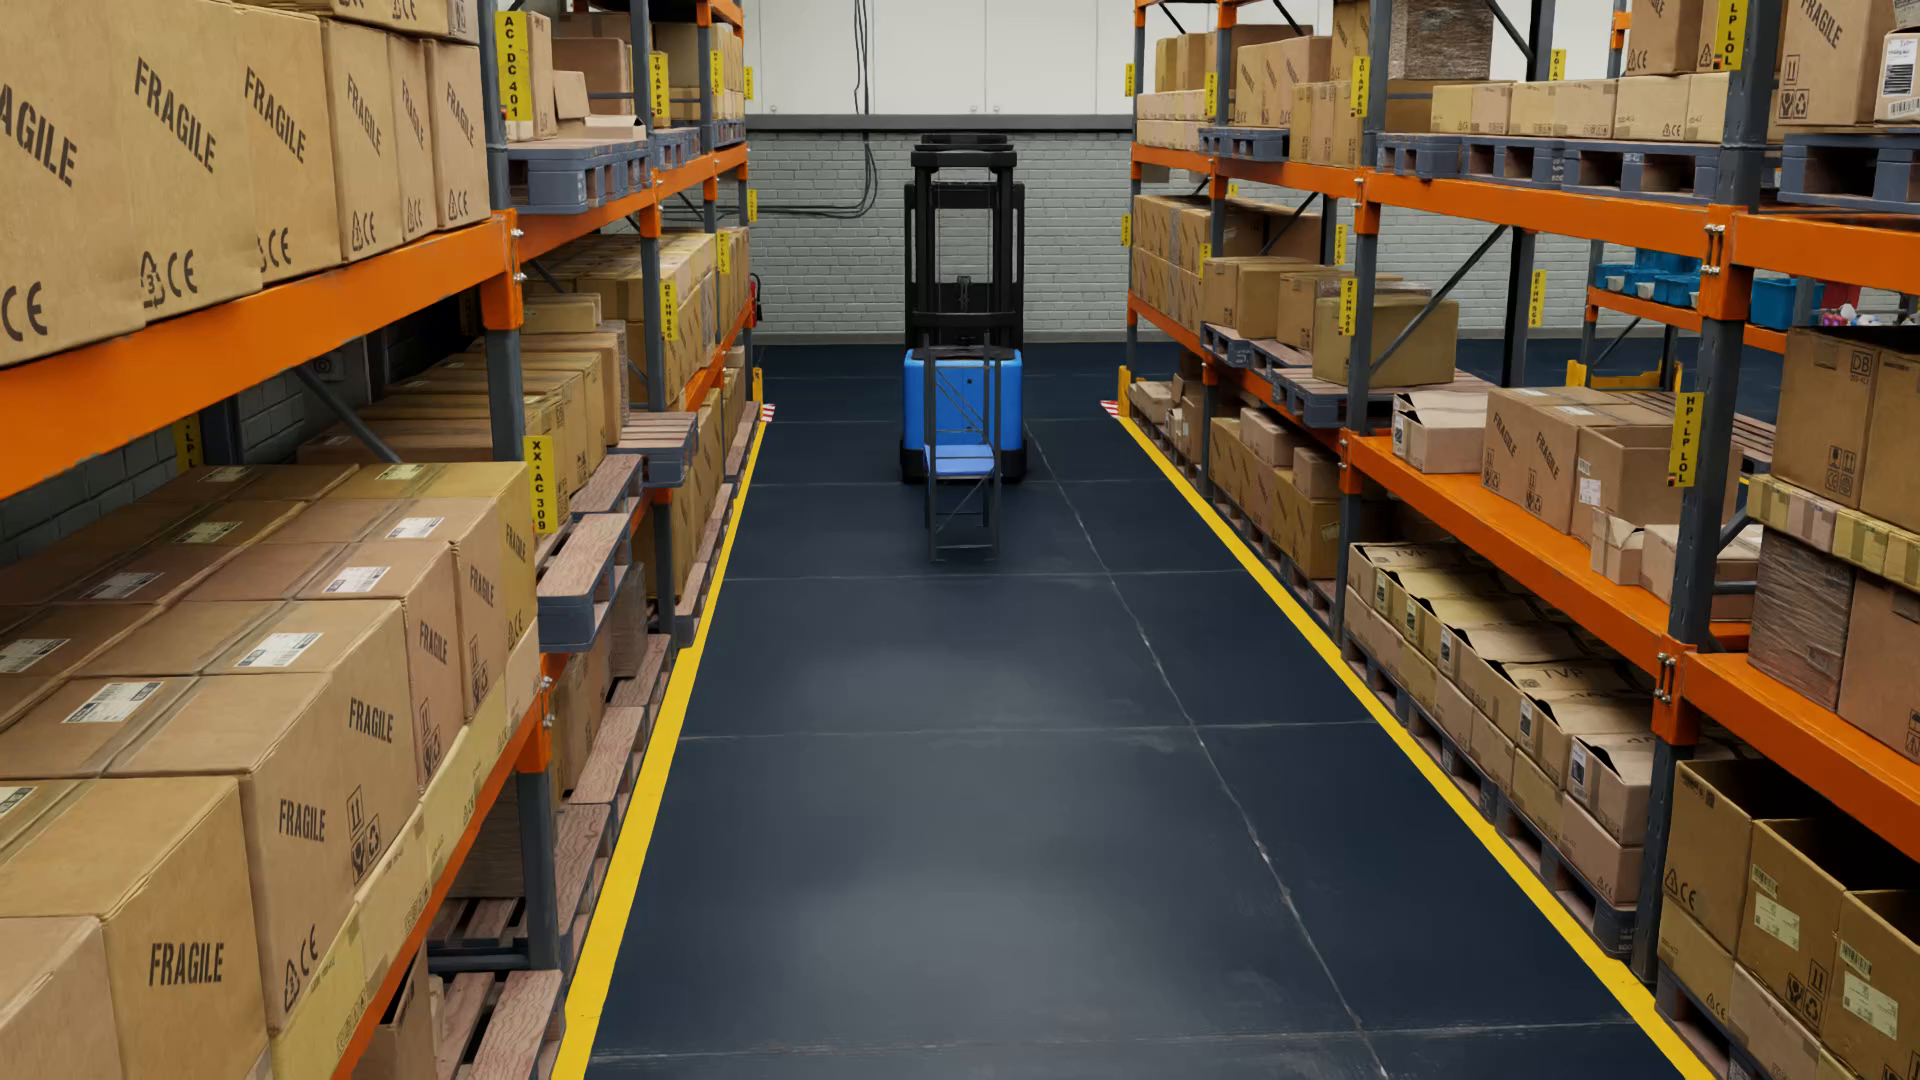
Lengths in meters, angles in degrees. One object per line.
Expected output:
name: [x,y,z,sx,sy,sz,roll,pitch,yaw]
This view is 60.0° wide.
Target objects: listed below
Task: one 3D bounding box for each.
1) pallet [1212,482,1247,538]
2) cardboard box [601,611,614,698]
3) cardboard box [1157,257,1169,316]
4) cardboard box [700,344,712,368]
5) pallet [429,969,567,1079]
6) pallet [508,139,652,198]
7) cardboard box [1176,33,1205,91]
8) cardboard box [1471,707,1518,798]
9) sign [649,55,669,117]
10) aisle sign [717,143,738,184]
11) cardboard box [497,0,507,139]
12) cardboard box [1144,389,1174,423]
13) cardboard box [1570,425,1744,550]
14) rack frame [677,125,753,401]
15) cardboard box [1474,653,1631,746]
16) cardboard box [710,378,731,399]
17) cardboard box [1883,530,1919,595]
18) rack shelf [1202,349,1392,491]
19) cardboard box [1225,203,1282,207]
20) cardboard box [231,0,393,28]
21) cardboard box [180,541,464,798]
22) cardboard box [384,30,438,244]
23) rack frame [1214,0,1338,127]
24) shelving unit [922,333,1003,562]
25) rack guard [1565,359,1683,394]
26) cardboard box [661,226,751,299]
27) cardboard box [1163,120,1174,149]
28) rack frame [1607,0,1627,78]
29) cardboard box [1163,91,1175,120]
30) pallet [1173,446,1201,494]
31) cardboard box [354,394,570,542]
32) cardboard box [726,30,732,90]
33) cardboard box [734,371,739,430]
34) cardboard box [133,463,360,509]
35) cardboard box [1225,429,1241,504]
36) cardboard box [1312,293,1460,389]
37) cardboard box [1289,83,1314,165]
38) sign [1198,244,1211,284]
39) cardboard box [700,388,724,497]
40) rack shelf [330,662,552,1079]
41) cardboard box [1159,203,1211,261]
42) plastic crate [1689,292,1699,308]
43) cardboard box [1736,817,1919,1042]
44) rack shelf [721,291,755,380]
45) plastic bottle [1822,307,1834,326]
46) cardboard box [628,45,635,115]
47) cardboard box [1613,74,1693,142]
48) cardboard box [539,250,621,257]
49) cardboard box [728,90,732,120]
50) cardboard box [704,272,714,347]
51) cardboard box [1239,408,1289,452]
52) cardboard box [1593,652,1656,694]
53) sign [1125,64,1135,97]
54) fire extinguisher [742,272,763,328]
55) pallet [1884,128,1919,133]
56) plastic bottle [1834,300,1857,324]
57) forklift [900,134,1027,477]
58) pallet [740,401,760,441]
pallet: [2.610,-0.267,13.142,1.003,0.211,1.213,-1,14,-3]
cardboard box: [-2.162,0.558,8.470,0.700,0.500,0.500,-1,14,-4]
cardboard box: [2.133,-2.371,15.520,0.500,0.500,0.500,-1,14,-3]
cardboard box: [-2.033,-1.358,12.249,0.380,0.149,0.250,-1,14,-3]
pallet: [-1.849,1.764,5.245,1.003,0.211,1.213,-1,14,-3]
pallet: [-1.926,-1.527,6.800,1.213,0.211,1.003,-1,14,-3]
cardboard box: [2.344,-4.298,14.984,0.700,0.500,0.500,-1,14,-3]
cardboard box: [2.641,0.947,7.503,0.500,0.250,0.500,-1,14,-2]
sign: [-1.632,-2.458,9.003,0.100,0.325,0.005,-1,14,-3]
aisle sign: [-2.375,-4.018,16.907,0.394,0.787,0.004,-1,14,-3]
cardboard box: [-1.880,-1.594,5.639,0.500,0.500,0.500,1,14,5]
cardboard box: [2.087,-1.307,16.223,0.500,0.250,0.500,-1,14,-3]
cardboard box: [2.954,-0.201,7.085,0.500,0.500,0.500,0,14,1]
rack frame: [-2.670,-2.737,17.144,1.000,3.000,0.127,-1,14,-3]
cardboard box: [2.639,0.677,7.425,0.500,0.311,0.500,-1,14,-4]
cardboard box: [-2.205,-1.325,14.527,0.380,0.149,0.250,0,14,-2]
cardboard box: [2.892,0.069,4.735,0.380,0.149,0.250,-1,14,-4]
rack shelf: [2.646,-0.974,11.735,1.077,0.370,4.000,-1,14,-3]
cardboard box: [2.677,-2.858,15.408,0.500,0.500,0.500,0,14,-2]
cardboard box: [-1.537,-1.361,3.530,0.500,0.500,0.500,-1,14,-5]
cardboard box: [-1.531,0.310,4.059,0.500,0.500,0.500,-1,14,-5]
cardboard box: [-1.630,-1.016,4.193,0.500,0.500,0.500,-2,15,-8]
rack frame: [2.522,-4.725,12.831,1.000,3.000,0.127,-1,14,-3]
shelving unit: [0.005,-0.705,12.257,0.538,1.500,1.048,-1,14,-3]
rack guard: [7.204,-1.685,18.072,1.175,0.500,0.348,-1,14,-3]
cardboard box: [-2.628,-2.755,16.614,0.980,0.700,0.700,0,14,-1]
cardboard box: [2.140,-3.690,15.127,0.500,0.250,0.500,-1,14,-3]
rack frame: [7.218,-5.795,16.991,1.000,3.000,0.127,-1,14,-3]
cardboard box: [2.134,-3.932,15.065,0.500,0.250,0.500,-1,14,-3]
pallet: [2.480,-0.640,14.590,1.003,0.211,1.213,-1,14,-3]
cardboard box: [-1.951,-0.280,6.512,0.700,0.500,0.500,1,14,2]
cardboard box: [-2.260,-4.169,14.444,0.500,0.500,0.500,-1,14,-3]
cardboard box: [-2.464,-1.308,15.762,0.700,0.500,0.500,-1,14,-5]
cardboard box: [-2.106,0.067,5.000,0.500,0.500,0.500,-1,14,-5]
cardboard box: [2.353,-0.565,12.838,0.500,0.500,0.500,-1,14,-3]
cardboard box: [2.618,-1.231,10.249,0.700,0.500,0.500,-6,16,-22]
cardboard box: [2.645,-2.690,10.741,0.910,0.500,0.500,-1,14,-3]
sign: [1.981,-2.228,13.430,0.100,0.325,0.005,-1,14,-3]
cardboard box: [-2.252,-0.745,12.872,0.750,0.750,0.750,-1,14,-3]
rack shelf: [-1.802,1.093,3.701,1.077,0.370,4.000,-1,14,-3]
cardboard box: [2.137,-2.852,15.383,0.500,0.500,0.500,-1,14,-4]
plastic crate: [7.058,-2.225,15.562,0.293,0.136,0.466,-1,14,-3]
cardboard box: [2.773,1.180,5.092,0.500,0.500,0.500,-1,14,-3]
rack shelf: [-2.546,-1.891,15.300,1.077,0.370,4.000,-1,14,-3]
plastic bottle: [7.063,-1.741,13.506,0.061,0.283,0.133,-1,14,-3]
cardboard box: [-2.368,-2.850,10.480,0.700,0.500,0.500,0,14,-1]
cardboard box: [2.952,-1.703,6.565,0.500,0.250,0.500,-2,15,-9]
cardboard box: [-2.550,-1.805,11.177,0.500,0.250,0.500,-1,14,-5]
cardboard box: [-2.258,-3.804,14.530,0.500,0.250,0.500,-1,14,-5]
cardboard box: [-2.100,-1.707,12.302,0.500,0.500,0.500,-1,14,-3]
cardboard box: [2.371,-0.812,12.293,0.500,0.250,0.500,-1,14,-3]
cardboard box: [3.182,0.667,7.465,0.500,0.311,0.500,-1,14,-5]
sign: [1.733,-4.682,16.929,0.100,0.325,0.005,-1,14,-3]
fire extinguisher: [-2.218,-2.563,17.373,0.296,0.674,0.183,-1,14,-3]
pallet: [7.612,-3.063,12.770,1.213,0.211,1.003,-1,14,-3]
plastic bottle: [7.167,-1.769,13.479,0.144,0.351,0.185,-1,14,-3]
forklift: [0.042,-2.269,15.463,1.130,2.935,3.031,0,14,1]
pallet: [-2.542,-1.189,16.723,1.003,0.211,1.213,-1,14,-3]
